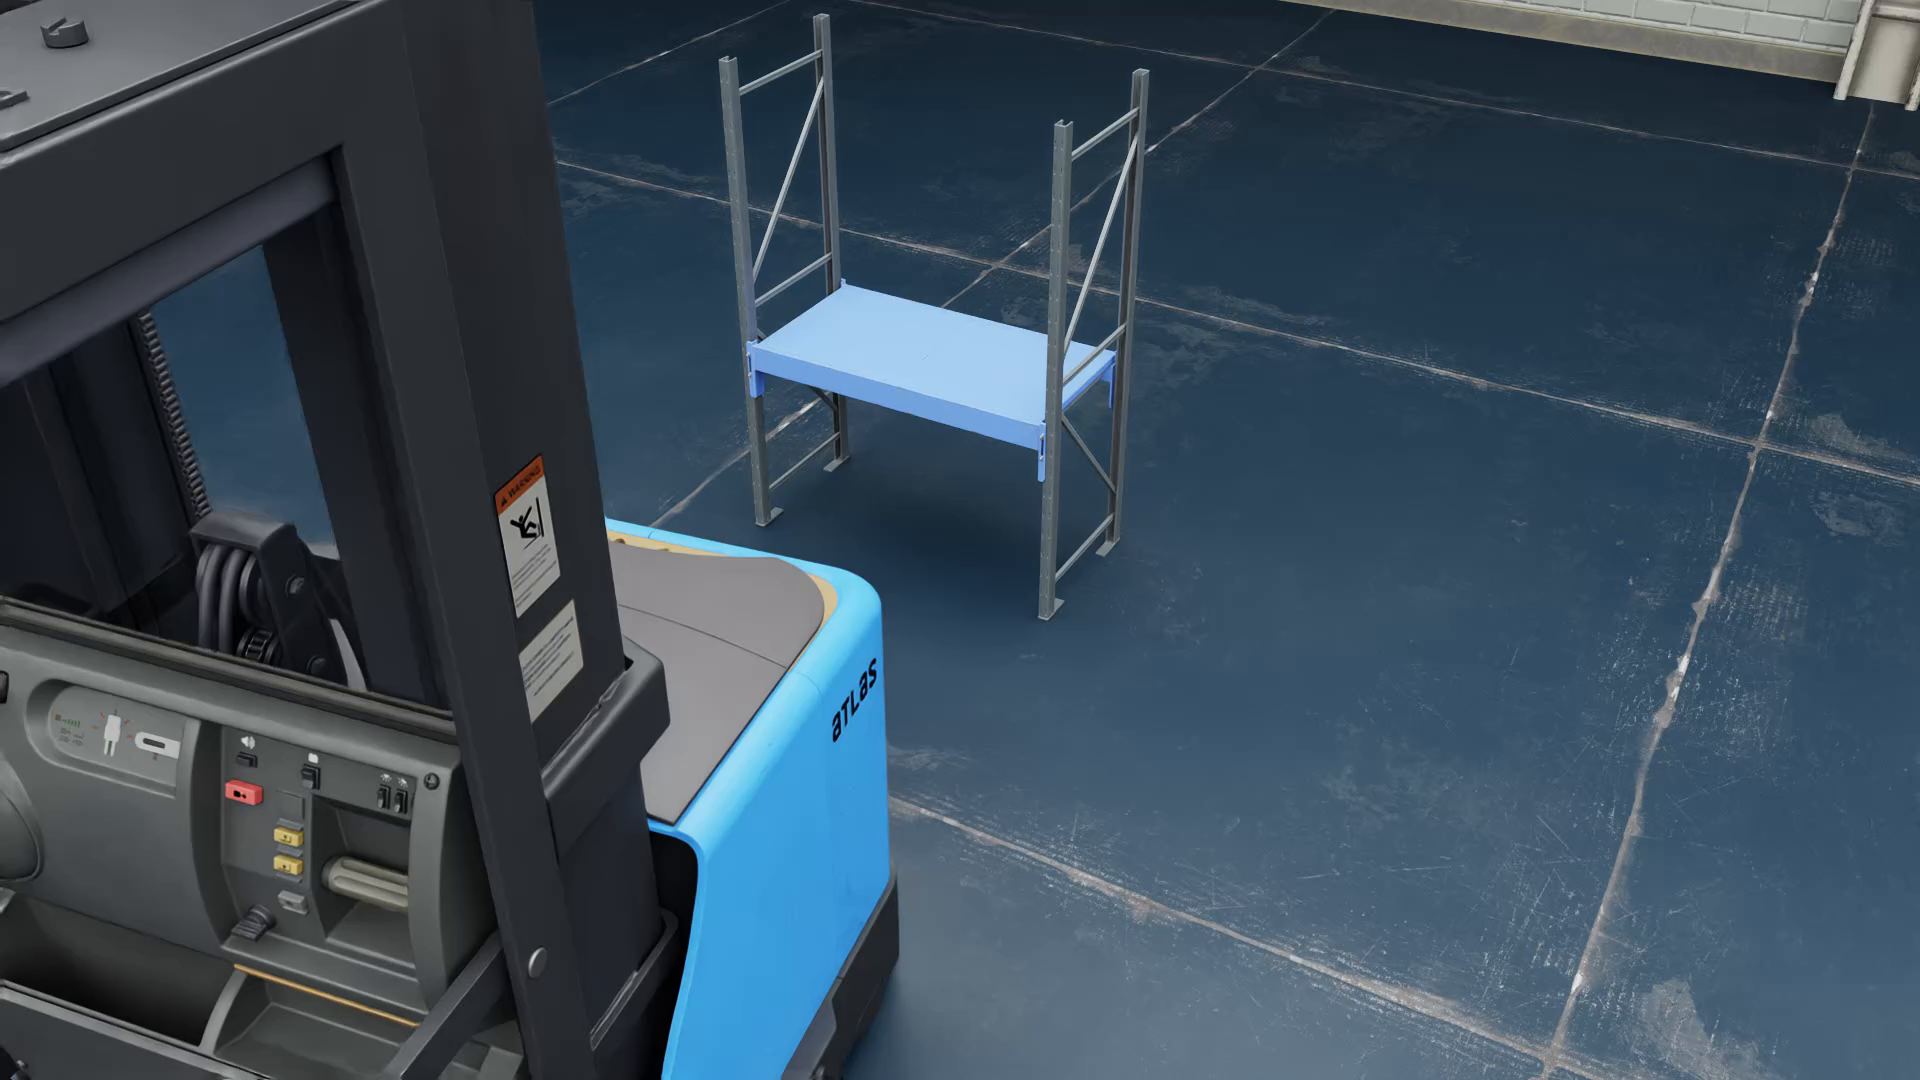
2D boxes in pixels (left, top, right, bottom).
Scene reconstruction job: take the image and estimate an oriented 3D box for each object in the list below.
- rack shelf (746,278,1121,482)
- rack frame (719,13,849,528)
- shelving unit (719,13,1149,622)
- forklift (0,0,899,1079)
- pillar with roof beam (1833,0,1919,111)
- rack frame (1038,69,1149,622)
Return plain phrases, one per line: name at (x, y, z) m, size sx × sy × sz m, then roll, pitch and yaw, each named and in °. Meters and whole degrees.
rack shelf at (-0.074, -0.498, 4.969) m, size 1.000 × 0.185 × 0.538 m, roll 18°, pitch 37°, yaw 24°
rack frame at (-0.515, -0.788, 5.079) m, size 0.032 × 1.500 × 0.500 m, roll 18°, pitch 37°, yaw 24°
shelving unit at (-0.074, -0.648, 4.870) m, size 1.048 × 1.500 × 0.538 m, roll 18°, pitch 37°, yaw 24°
forklift at (-1.123, 0.415, 1.983) m, size 1.130 × 2.935 × 3.031 m, roll 12°, pitch 35°, yaw 17°
pillar with roof beam at (2.697, -4.013, 3.157) m, size 0.400 × 9.000 × 9.100 m, roll 18°, pitch 37°, yaw 24°
rack frame at (0.367, -0.508, 4.660) m, size 0.032 × 1.500 × 0.500 m, roll 18°, pitch 37°, yaw 24°
